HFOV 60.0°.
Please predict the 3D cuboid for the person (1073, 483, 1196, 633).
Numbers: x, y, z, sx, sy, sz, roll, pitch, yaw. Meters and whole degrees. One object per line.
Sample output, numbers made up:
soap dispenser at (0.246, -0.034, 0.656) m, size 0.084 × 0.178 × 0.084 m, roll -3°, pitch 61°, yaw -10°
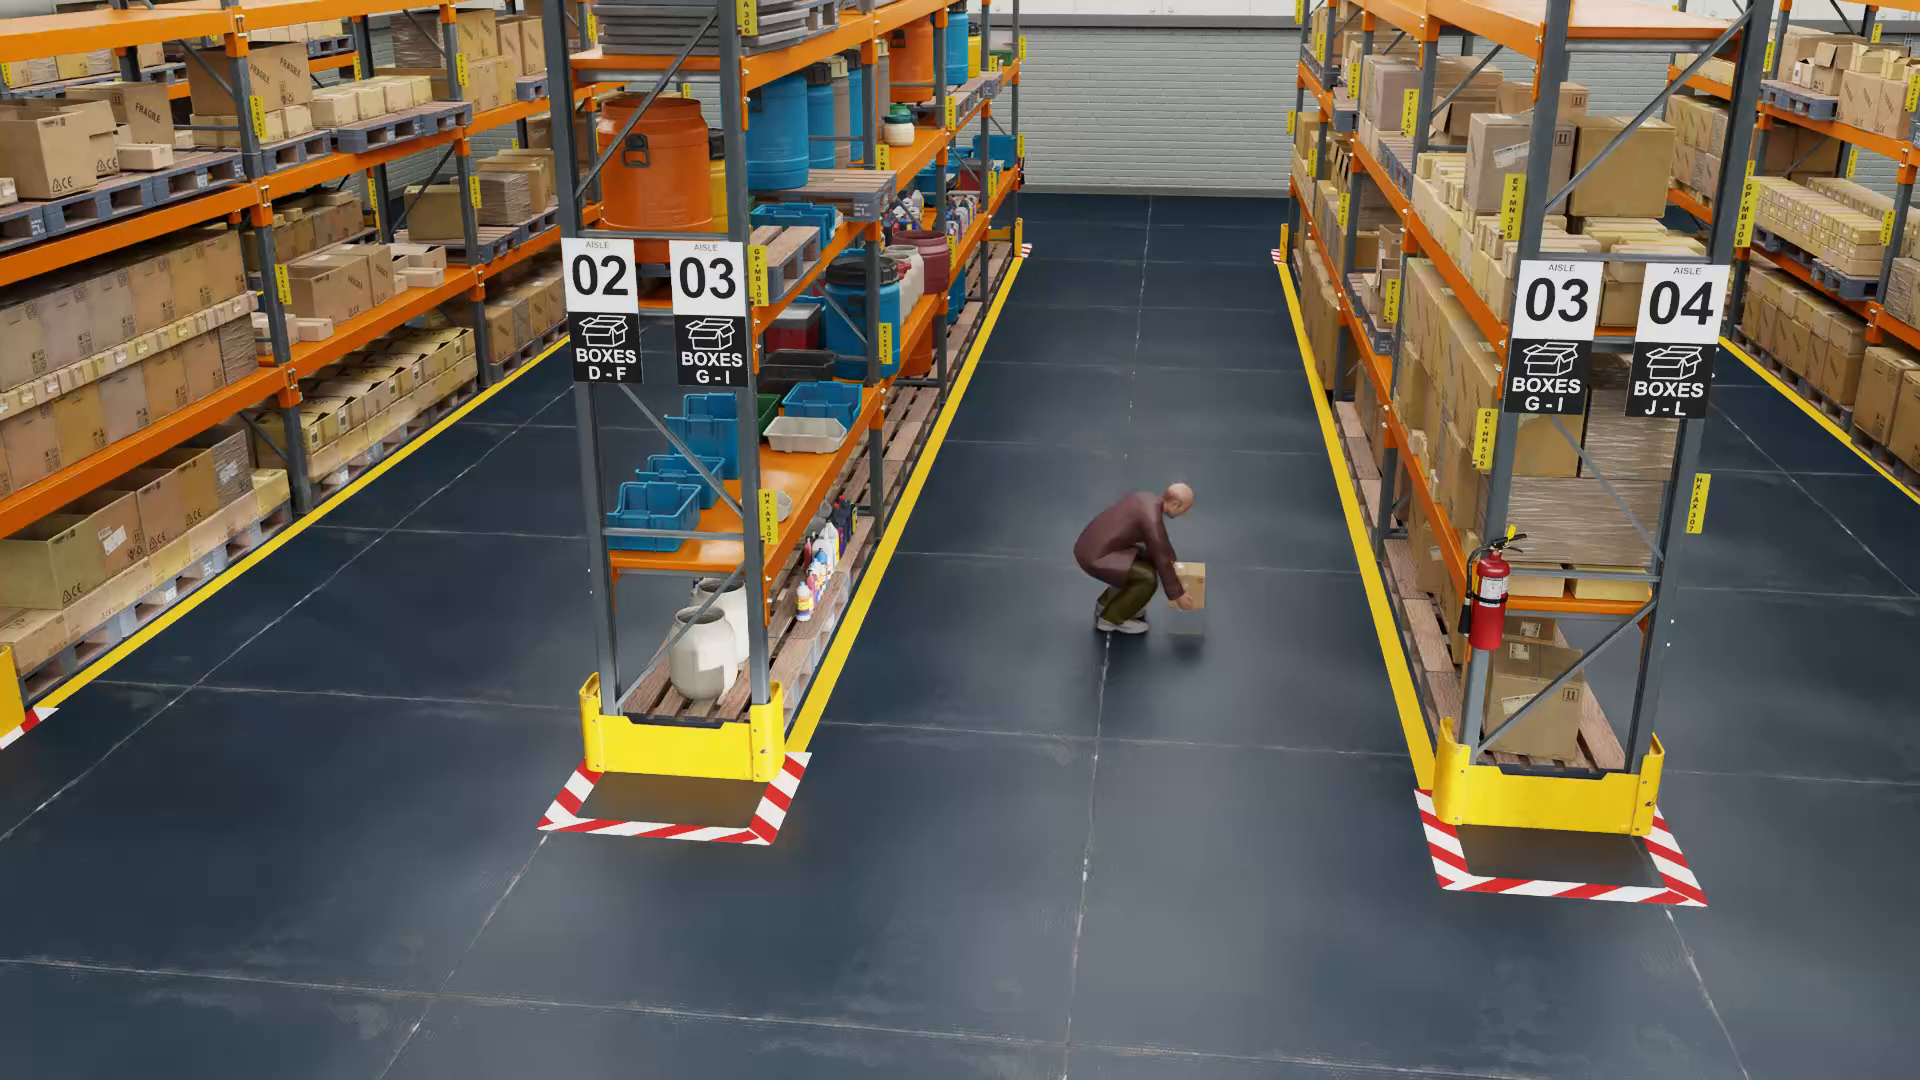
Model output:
person at (1.248, 0.103, 11.838) m, size 0.884 × 1.063 × 0.609 m, roll 3°, pitch 21°, yaw 7°
